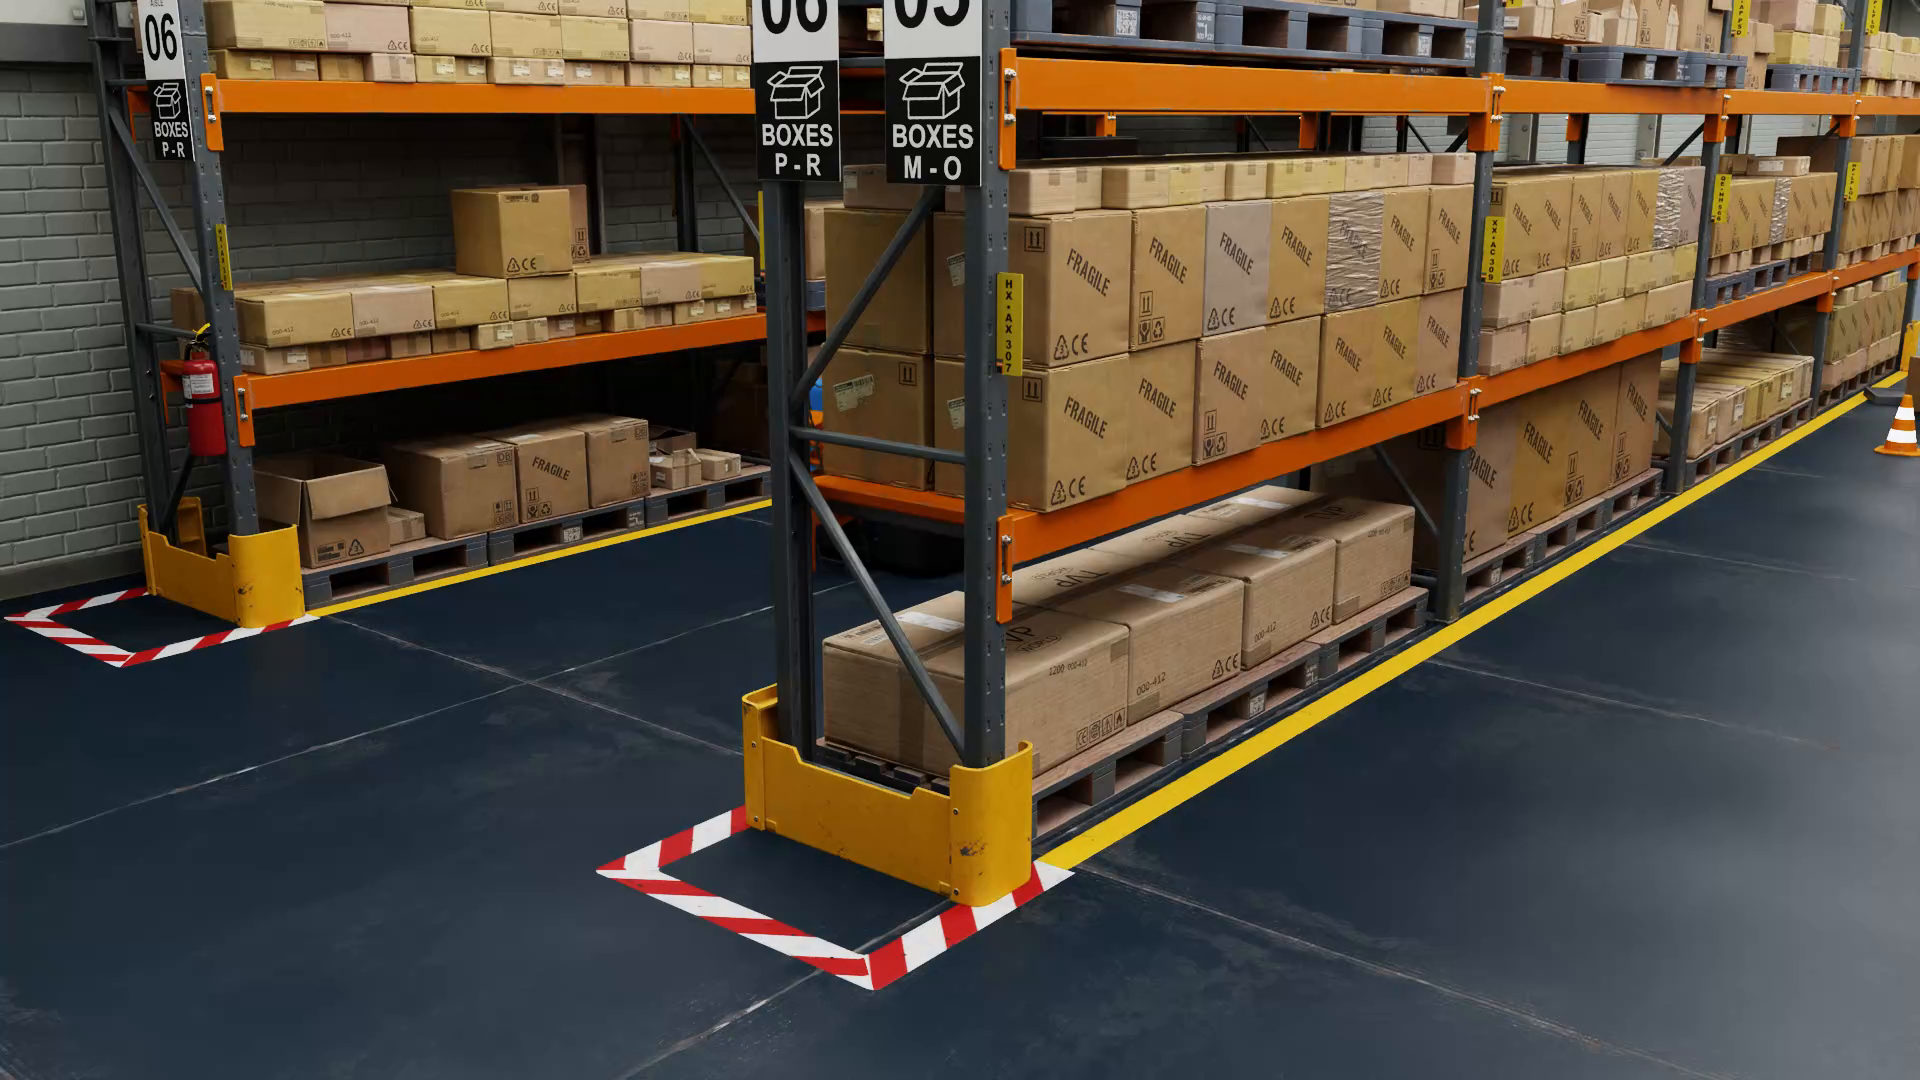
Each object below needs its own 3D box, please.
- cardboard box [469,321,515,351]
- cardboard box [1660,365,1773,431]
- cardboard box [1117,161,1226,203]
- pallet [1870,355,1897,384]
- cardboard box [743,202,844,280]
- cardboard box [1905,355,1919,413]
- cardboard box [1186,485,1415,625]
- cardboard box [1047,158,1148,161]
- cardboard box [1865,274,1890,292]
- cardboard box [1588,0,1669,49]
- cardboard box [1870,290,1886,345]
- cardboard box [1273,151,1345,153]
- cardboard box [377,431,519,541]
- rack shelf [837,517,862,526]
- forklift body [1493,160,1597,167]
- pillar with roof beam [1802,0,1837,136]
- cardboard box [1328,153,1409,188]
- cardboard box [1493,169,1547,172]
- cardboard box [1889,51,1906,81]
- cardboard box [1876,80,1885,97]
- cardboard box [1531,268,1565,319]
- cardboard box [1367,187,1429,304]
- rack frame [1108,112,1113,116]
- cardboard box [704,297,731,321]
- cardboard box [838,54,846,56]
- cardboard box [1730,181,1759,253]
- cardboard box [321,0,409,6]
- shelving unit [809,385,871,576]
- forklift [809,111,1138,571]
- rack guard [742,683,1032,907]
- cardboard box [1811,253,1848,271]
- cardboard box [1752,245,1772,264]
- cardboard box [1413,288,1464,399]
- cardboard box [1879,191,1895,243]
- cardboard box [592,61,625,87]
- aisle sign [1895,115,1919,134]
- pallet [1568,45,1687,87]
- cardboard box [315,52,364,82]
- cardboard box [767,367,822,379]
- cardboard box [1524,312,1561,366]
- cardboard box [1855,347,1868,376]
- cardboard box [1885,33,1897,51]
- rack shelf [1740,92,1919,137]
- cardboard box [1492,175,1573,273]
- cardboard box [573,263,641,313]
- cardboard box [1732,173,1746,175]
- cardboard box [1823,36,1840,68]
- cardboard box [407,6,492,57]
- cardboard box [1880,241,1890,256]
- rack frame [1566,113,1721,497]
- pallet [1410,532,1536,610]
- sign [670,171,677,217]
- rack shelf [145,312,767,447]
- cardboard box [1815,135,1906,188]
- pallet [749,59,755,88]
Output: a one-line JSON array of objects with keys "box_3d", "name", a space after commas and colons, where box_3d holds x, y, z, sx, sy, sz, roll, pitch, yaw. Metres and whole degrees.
[{"box_3d": [-2.863, -1.225, 9.864, 0.380, 0.149, 0.250, 11, 18, 36], "name": "cardboard box"}, {"box_3d": [6.061, -1.176, 13.643, 0.950, 0.372, 0.625, 12, 19, 39], "name": "cardboard box"}, {"box_3d": [0.807, -1.398, 6.481, 0.380, 0.149, 0.250, 11, 18, 38], "name": "cardboard box"}, {"box_3d": [9.202, -1.868, 17.548, 1.003, 0.211, 1.213, 11, 18, 38], "name": "pallet"}, {"box_3d": [-1.140, -2.164, 11.991, 0.700, 0.500, 0.500, 12, 18, 39], "name": "cardboard box"}, {"box_3d": [9.005, -1.403, 15.123, 0.500, 0.500, 0.500, -3, 15, -11], "name": "cardboard box"}, {"box_3d": [1.767, 0.056, 8.662, 0.875, 0.438, 0.875, 11, 18, 37], "name": "cardboard box"}, {"box_3d": [0.561, -1.520, 6.963, 0.380, 0.149, 0.250, 12, 18, 39], "name": "cardboard box"}, {"box_3d": [8.981, -2.561, 16.502, 0.380, 0.149, 0.250, 12, 19, 40], "name": "cardboard box"}, {"box_3d": [3.877, -3.176, 9.883, 0.500, 0.500, 0.500, 11, 18, 38], "name": "cardboard box"}, {"box_3d": [8.839, -2.229, 16.513, 0.500, 0.500, 0.500, 11, 18, 36], "name": "cardboard box"}, {"box_3d": [1.697, -1.862, 8.308, 0.380, 0.149, 0.250, 12, 18, 38], "name": "cardboard box"}, {"box_3d": [-3.106, -0.340, 10.092, 0.700, 0.500, 0.500, 12, 19, 40], "name": "cardboard box"}, {"box_3d": [-0.736, -0.128, 9.784, 0.258, 0.103, 0.180, 13, 34, 42], "name": "rack shelf"}, {"box_3d": [6.152, -3.095, 18.437, 2.313, 2.155, 1.214, 11, 18, 38], "name": "forklift body"}, {"box_3d": [23.218, -10.995, 35.629, 9.100, 9.000, 0.400, 11, 18, 38], "name": "pillar with roof beam"}, {"box_3d": [1.885, -1.745, 7.850, 0.380, 0.149, 0.250, 11, 18, 38], "name": "cardboard box"}, {"box_3d": [3.298, -2.039, 10.325, 0.500, 0.500, 0.500, 12, 18, 38], "name": "cardboard box"}, {"box_3d": [8.405, -4.380, 15.379, 0.500, 0.250, 0.500, 11, 18, 38], "name": "cardboard box"}, {"box_3d": [8.303, -4.169, 15.361, 0.380, 0.149, 0.250, 11, 18, 36], "name": "cardboard box"}, {"box_3d": [3.047, -1.401, 9.333, 0.500, 0.250, 0.500, 12, 18, 38], "name": "cardboard box"}, {"box_3d": [1.838, -1.390, 7.769, 0.500, 0.500, 0.500, 11, 18, 37], "name": "cardboard box"}, {"box_3d": [0.896, -2.620, 14.843, 1.000, 3.000, 0.127, 11, 18, 38], "name": "rack frame"}, {"box_3d": [-1.768, -1.578, 11.254, 0.380, 0.149, 0.250, 12, 18, 39], "name": "cardboard box"}, {"box_3d": [-1.067, -3.669, 12.337, 0.380, 0.149, 0.250, 11, 18, 36], "name": "cardboard box"}, {"box_3d": [5.544, -2.400, 12.316, 0.500, 0.500, 0.500, 12, 19, 40], "name": "cardboard box"}, {"box_3d": [-3.323, -2.996, 8.916, 0.500, 0.250, 0.500, 11, 18, 37], "name": "cardboard box"}, {"box_3d": [-0.787, -0.381, 9.665, 0.258, 1.200, 0.189, 13, 34, 42], "name": "shelving unit"}, {"box_3d": [0.427, -1.533, 10.704, 1.130, 2.935, 3.031, 13, 19, 41], "name": "forklift"}, {"box_3d": [-0.284, 0.896, 6.080, 1.175, 0.500, 0.348, 11, 18, 38], "name": "rack guard"}, {"box_3d": [7.721, -2.507, 14.910, 0.380, 0.149, 0.250, 11, 18, 37], "name": "cardboard box"}, {"box_3d": [6.162, -2.269, 13.121, 0.380, 0.149, 0.250, 12, 19, 39], "name": "cardboard box"}, {"box_3d": [2.153, -1.006, 8.289, 0.500, 0.500, 0.500, 11, 18, 38], "name": "cardboard box"}, {"box_3d": [8.692, -3.146, 16.106, 0.500, 0.500, 0.500, 12, 18, 38], "name": "cardboard box"}, {"box_3d": [-2.294, -2.882, 10.292, 0.380, 0.149, 0.250, 12, 19, 39], "name": "cardboard box"}, {"box_3d": [10.052, -4.611, 17.402, 0.394, 0.787, 0.004, 11, 18, 38], "name": "aisle sign"}, {"box_3d": [3.695, -2.868, 10.113, 1.003, 0.211, 1.213, 12, 19, 40], "name": "pallet"}, {"box_3d": [-3.432, -2.545, 8.969, 0.380, 0.149, 0.250, 11, 18, 38], "name": "cardboard box"}, {"box_3d": [-1.185, -1.187, 12.112, 0.380, 0.149, 0.250, 12, 19, 40], "name": "cardboard box"}, {"box_3d": [3.051, -1.156, 9.387, 0.500, 0.250, 0.500, 11, 18, 36], "name": "cardboard box"}, {"box_3d": [8.512, -1.766, 16.215, 0.500, 0.250, 0.500, 11, 18, 37], "name": "cardboard box"}, {"box_3d": [8.225, -4.496, 15.028, 0.380, 0.149, 0.250, 11, 18, 37], "name": "cardboard box"}, {"box_3d": [8.531, -4.106, 16.064, 1.077, 0.370, 4.000, 11, 18, 38], "name": "rack shelf"}, {"box_3d": [3.044, -1.761, 9.228, 0.500, 0.500, 0.500, 11, 18, 37], "name": "cardboard box"}, {"box_3d": [-2.375, -1.598, 10.522, 0.500, 0.250, 0.500, 11, 18, 37], "name": "cardboard box"}, {"box_3d": [6.441, -2.873, 14.180, 0.500, 0.500, 0.500, 11, 18, 38], "name": "cardboard box"}, {"box_3d": [7.019, -4.069, 13.906, 0.500, 0.250, 0.500, 11, 18, 36], "name": "cardboard box"}, {"box_3d": [-3.005, -2.852, 9.366, 0.500, 0.250, 0.500, 11, 18, 36], "name": "cardboard box"}, {"box_3d": [8.969, -2.902, 16.464, 0.380, 0.149, 0.250, 11, 18, 37], "name": "cardboard box"}, {"box_3d": [4.759, -1.852, 11.822, 1.000, 3.000, 0.127, 11, 18, 38], "name": "rack frame"}, {"box_3d": [2.672, 0.106, 9.777, 1.003, 0.211, 1.213, 11, 18, 38], "name": "pallet"}, {"box_3d": [-2.052, -2.500, 12.020, 0.100, 0.325, 0.005, 11, 18, 38], "name": "sign"}, {"box_3d": [-2.875, -1.122, 10.408, 1.077, 0.370, 4.000, 11, 18, 38], "name": "rack shelf"}, {"box_3d": [8.650, -3.646, 16.047, 0.700, 0.500, 0.500, 11, 18, 37], "name": "cardboard box"}, {"box_3d": [-1.153, -3.330, 11.930, 1.213, 0.211, 1.003, 11, 18, 38], "name": "pallet"}]
